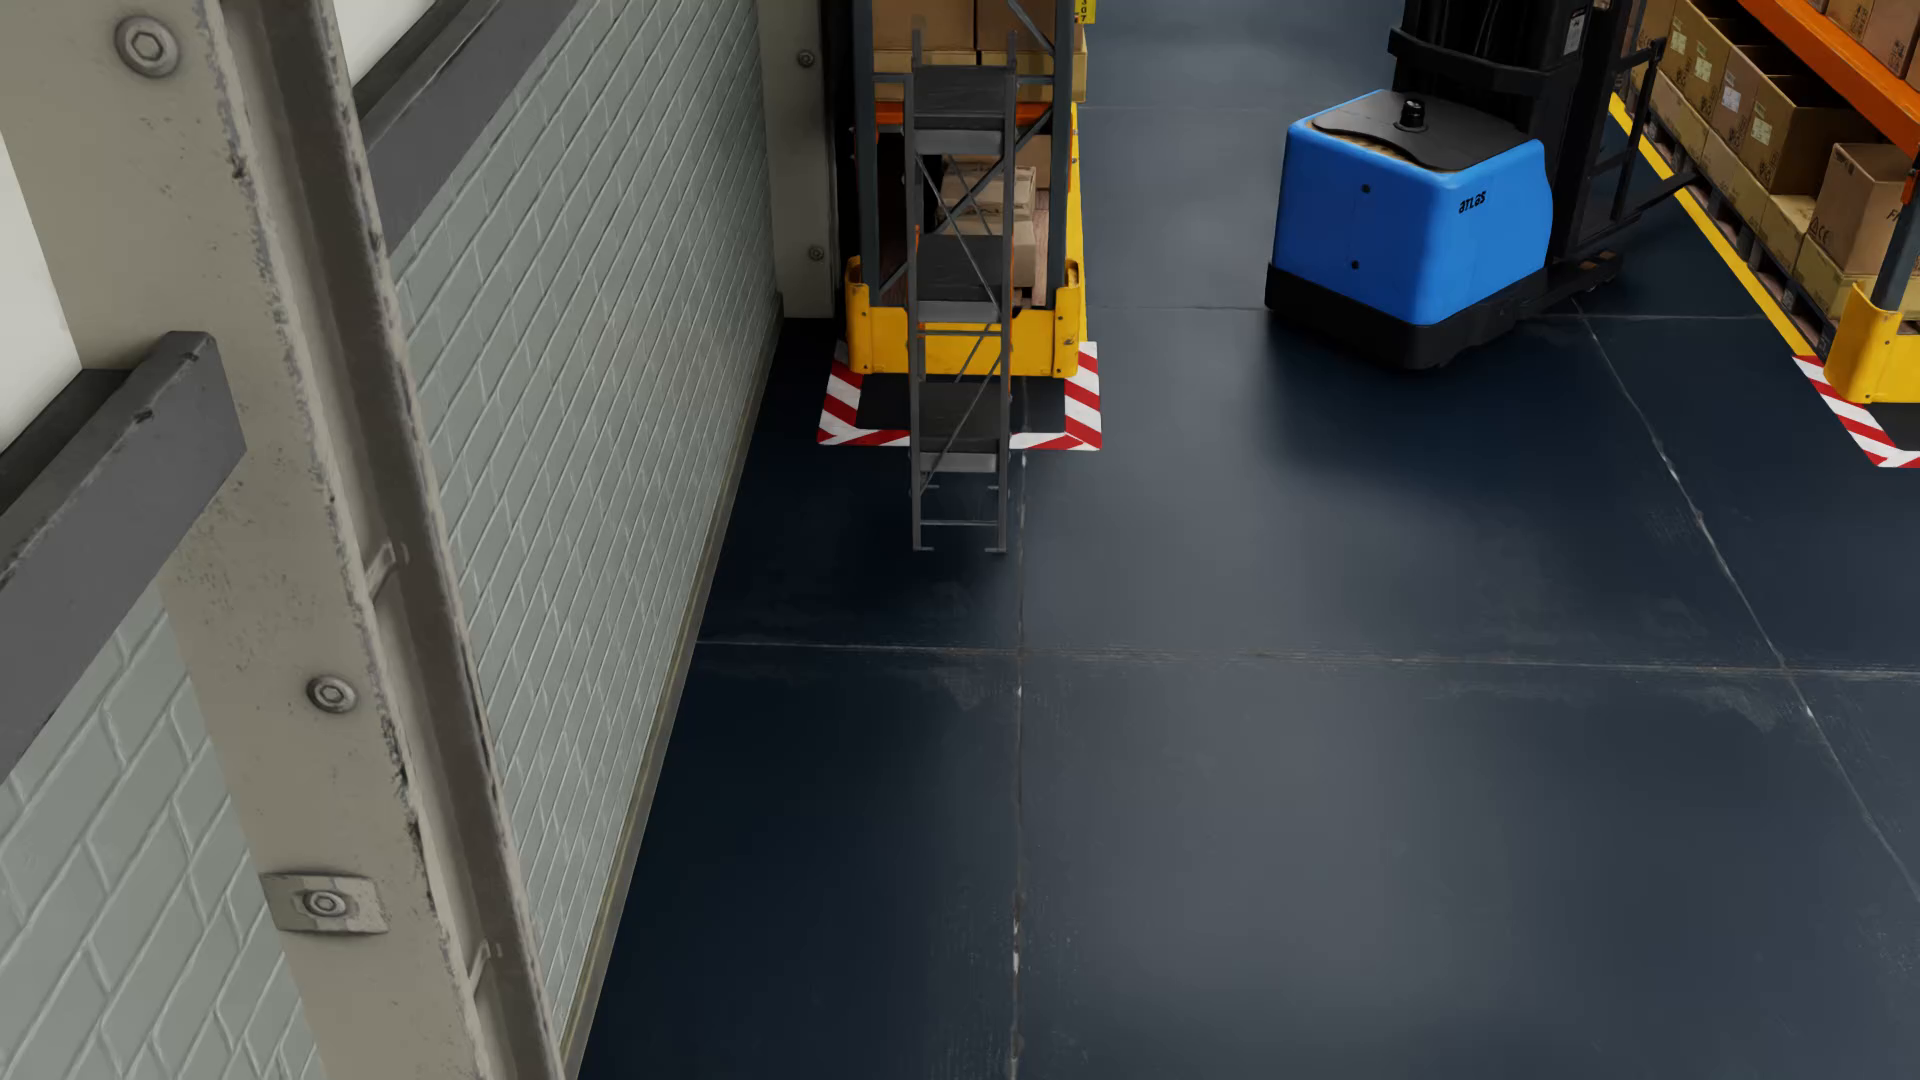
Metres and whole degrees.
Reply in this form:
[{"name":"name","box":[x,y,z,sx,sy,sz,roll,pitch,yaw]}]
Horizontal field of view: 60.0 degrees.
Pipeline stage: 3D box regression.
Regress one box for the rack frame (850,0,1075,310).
[{"name":"rack frame","box":[0.014,-2.116,7.652,1.000,3.000,0.127,1,35,2]}]

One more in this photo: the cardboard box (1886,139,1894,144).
[{"name":"cardboard box","box":[5.226,-1.947,8.786,0.500,0.500,0.500,1,35,2]}]

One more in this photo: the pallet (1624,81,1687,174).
[{"name":"pallet","box":[5.051,-2.705,10.915,1.003,0.211,1.213,1,35,2]}]

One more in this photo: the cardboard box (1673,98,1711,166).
[{"name":"cardboard box","box":[4.753,-2.515,10.246,0.500,0.250,0.500,1,35,2]}]

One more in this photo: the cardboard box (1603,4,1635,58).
[{"name":"cardboard box","box":[4.852,-3.593,11.780,0.500,0.250,0.500,1,35,1]}]

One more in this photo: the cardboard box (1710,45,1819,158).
[{"name":"cardboard box","box":[4.735,-2.534,9.621,0.500,0.500,0.500,1,35,2]}]

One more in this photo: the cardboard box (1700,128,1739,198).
[{"name":"cardboard box","box":[4.739,-2.227,9.837,0.500,0.250,0.500,1,35,2]}]

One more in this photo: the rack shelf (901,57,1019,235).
[{"name":"rack shelf","box":[0.007,-1.516,6.387,0.431,0.518,0.480,1,35,2]}]

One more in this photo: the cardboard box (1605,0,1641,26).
[{"name":"cardboard box","box":[4.855,-3.817,11.611,0.500,0.311,0.500,1,35,2]}]

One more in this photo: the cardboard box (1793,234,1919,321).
[{"name":"cardboard box","box":[4.690,-1.365,8.610,0.500,0.250,0.500,1,35,2]}]

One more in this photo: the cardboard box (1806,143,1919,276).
[{"name":"cardboard box","box":[4.688,-1.672,8.394,0.500,0.500,0.500,1,35,2]}]

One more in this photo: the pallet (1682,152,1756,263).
[{"name":"pallet","box":[5.005,-2.002,9.915,1.003,0.211,1.213,1,35,2]}]

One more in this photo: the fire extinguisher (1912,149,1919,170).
[{"name":"fire extinguisher","box":[4.495,-1.915,7.433,0.296,0.674,0.183,1,35,2]}]

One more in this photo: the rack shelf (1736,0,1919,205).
[{"name":"rack shelf","box":[5.044,-2.858,9.334,1.077,0.370,4.000,1,35,2]}]

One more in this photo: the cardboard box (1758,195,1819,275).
[{"name":"cardboard box","box":[4.698,-1.653,9.019,0.500,0.250,0.500,1,35,2]}]

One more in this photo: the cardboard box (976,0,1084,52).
[{"name":"cardboard box","box":[0.334,-2.637,7.854,0.500,0.500,0.500,1,35,2]}]

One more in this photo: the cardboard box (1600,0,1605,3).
[{"name":"cardboard box","box":[4.869,-4.116,12.037,0.500,0.311,0.500,2,35,3]}]

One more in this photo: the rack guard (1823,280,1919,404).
[{"name":"rack guard","box":[4.963,-0.967,8.191,1.175,0.500,0.348,1,35,2]}]

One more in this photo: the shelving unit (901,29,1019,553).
[{"name":"shelving unit","box":[0.007,-0.954,6.782,0.431,2.100,0.503,1,35,2]}]

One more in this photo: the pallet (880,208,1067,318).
[{"name":"pallet","box":[0.085,-1.484,9.179,1.003,0.211,1.213,1,35,2]}]

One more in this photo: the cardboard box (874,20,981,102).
[{"name":"cardboard box","box":[-0.161,-2.336,8.078,0.500,0.250,0.500,2,35,3]}]

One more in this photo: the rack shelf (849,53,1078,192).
[{"name":"rack shelf","box":[0.095,-2.970,9.494,1.077,0.370,4.000,1,35,2]}]

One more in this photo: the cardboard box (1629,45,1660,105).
[{"name":"cardboard box","box":[4.803,-3.089,11.063,0.500,0.250,0.500,1,35,2]}]

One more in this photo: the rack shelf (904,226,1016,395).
[{"name":"rack shelf","box":[0.007,-0.943,6.789,0.431,0.518,0.480,1,35,2]}]

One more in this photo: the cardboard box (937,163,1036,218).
[{"name":"cardboard box","box":[0.155,-1.919,9.327,0.500,0.311,0.500,4,35,6]}]

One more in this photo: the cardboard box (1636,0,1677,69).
[{"name":"cardboard box","box":[4.793,-3.396,10.847,0.500,0.500,0.500,1,35,2]}]

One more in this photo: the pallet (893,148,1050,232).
[{"name":"pallet","box":[0.137,-2.184,10.173,1.003,0.211,1.213,1,35,2]}]

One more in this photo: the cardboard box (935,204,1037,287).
[{"name":"cardboard box","box":[0.132,-1.591,8.861,0.500,0.311,0.500,-2,35,-3]}]

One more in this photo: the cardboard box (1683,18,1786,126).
[{"name":"cardboard box","box":[4.753,-2.821,10.030,0.500,0.500,0.500,1,35,2]}]

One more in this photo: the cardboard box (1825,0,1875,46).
[{"name":"cardboard box","box":[5.038,-2.899,8.680,0.700,0.500,0.500,2,35,2]}]

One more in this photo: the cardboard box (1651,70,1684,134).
[{"name":"cardboard box","box":[4.778,-2.802,10.654,0.500,0.250,0.500,1,35,2]}]

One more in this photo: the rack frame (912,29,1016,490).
[{"name":"rack frame","box":[0.016,-1.094,6.981,0.400,2.100,0.015,1,35,2]}]

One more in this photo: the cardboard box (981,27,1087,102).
[{"name":"cardboard box","box":[0.351,-2.336,8.078,0.500,0.250,0.500,0,35,1]}]

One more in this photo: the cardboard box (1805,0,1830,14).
[{"name":"cardboard box","box":[5.055,-3.202,9.110,0.700,0.500,0.500,2,35,3]}]

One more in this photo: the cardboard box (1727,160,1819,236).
[{"name":"cardboard box","box":[4.717,-1.940,9.428,0.500,0.250,0.500,1,35,2]}]

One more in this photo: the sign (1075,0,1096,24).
[{"name":"sign","box":[0.556,-2.457,7.385,0.100,0.325,0.005,1,35,2]}]

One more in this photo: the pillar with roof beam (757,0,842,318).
[{"name":"pillar with roof beam","box":[3.480,-4.893,6.386,9.100,9.000,0.400,1,35,2]}]

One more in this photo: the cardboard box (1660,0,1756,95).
[{"name":"cardboard box","box":[4.781,-3.109,10.438,0.500,0.500,0.500,1,35,2]}]

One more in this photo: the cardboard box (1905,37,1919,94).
[{"name":"cardboard box","box":[4.996,-2.312,7.844,0.700,0.500,0.500,1,35,2]}]

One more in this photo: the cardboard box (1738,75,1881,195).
[{"name":"cardboard box","box":[4.714,-2.247,9.212,0.500,0.500,0.500,1,35,2]}]

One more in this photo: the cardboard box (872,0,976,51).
[{"name":"cardboard box","box":[-0.179,-2.645,7.866,0.500,0.500,0.500,1,35,1]}]

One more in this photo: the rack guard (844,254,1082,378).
[{"name":"rack guard","box":[0.017,-1.137,8.433,1.175,0.500,0.348,1,35,2]}]

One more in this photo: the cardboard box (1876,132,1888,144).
[{"name":"cardboard box","box":[5.233,-2.235,9.195,0.500,0.500,0.500,1,35,2]}]

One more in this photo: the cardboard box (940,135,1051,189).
[{"name":"cardboard box","box":[0.234,-2.416,9.871,0.700,0.500,0.500,-1,35,-1]}]

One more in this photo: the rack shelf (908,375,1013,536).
[{"name":"rack shelf","box":[0.007,-0.370,7.192,0.431,0.518,0.480,1,35,2]}]

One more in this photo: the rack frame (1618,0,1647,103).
[{"name":"rack frame","box":[5.125,-4.302,10.762,1.000,3.000,0.127,1,35,2]}]

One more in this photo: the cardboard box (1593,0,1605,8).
[{"name":"cardboard box","box":[4.874,-3.884,12.194,0.500,0.250,0.500,1,35,1]}]

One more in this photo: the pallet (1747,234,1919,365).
[{"name":"pallet","box":[4.953,-1.303,8.920,1.003,0.211,1.213,1,35,2]}]

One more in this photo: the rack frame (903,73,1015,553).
[{"name":"rack frame","box":[-0.003,-0.814,6.582,0.400,2.100,0.015,1,35,2]}]

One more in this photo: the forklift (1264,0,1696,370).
[{"name":"forklift","box":[3.069,-2.773,8.647,3.031,2.935,1.130,-27,43,-33]}]

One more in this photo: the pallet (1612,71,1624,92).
[{"name":"pallet","box":[5.115,-3.585,12.167,1.003,0.211,1.213,1,35,2]}]

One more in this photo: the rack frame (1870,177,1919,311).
[{"name":"rack frame","box":[4.964,-2.003,7.492,1.000,3.000,0.127,1,35,2]}]

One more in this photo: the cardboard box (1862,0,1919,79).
[{"name":"cardboard box","box":[5.012,-2.614,8.274,0.700,0.500,0.500,2,35,3]}]
